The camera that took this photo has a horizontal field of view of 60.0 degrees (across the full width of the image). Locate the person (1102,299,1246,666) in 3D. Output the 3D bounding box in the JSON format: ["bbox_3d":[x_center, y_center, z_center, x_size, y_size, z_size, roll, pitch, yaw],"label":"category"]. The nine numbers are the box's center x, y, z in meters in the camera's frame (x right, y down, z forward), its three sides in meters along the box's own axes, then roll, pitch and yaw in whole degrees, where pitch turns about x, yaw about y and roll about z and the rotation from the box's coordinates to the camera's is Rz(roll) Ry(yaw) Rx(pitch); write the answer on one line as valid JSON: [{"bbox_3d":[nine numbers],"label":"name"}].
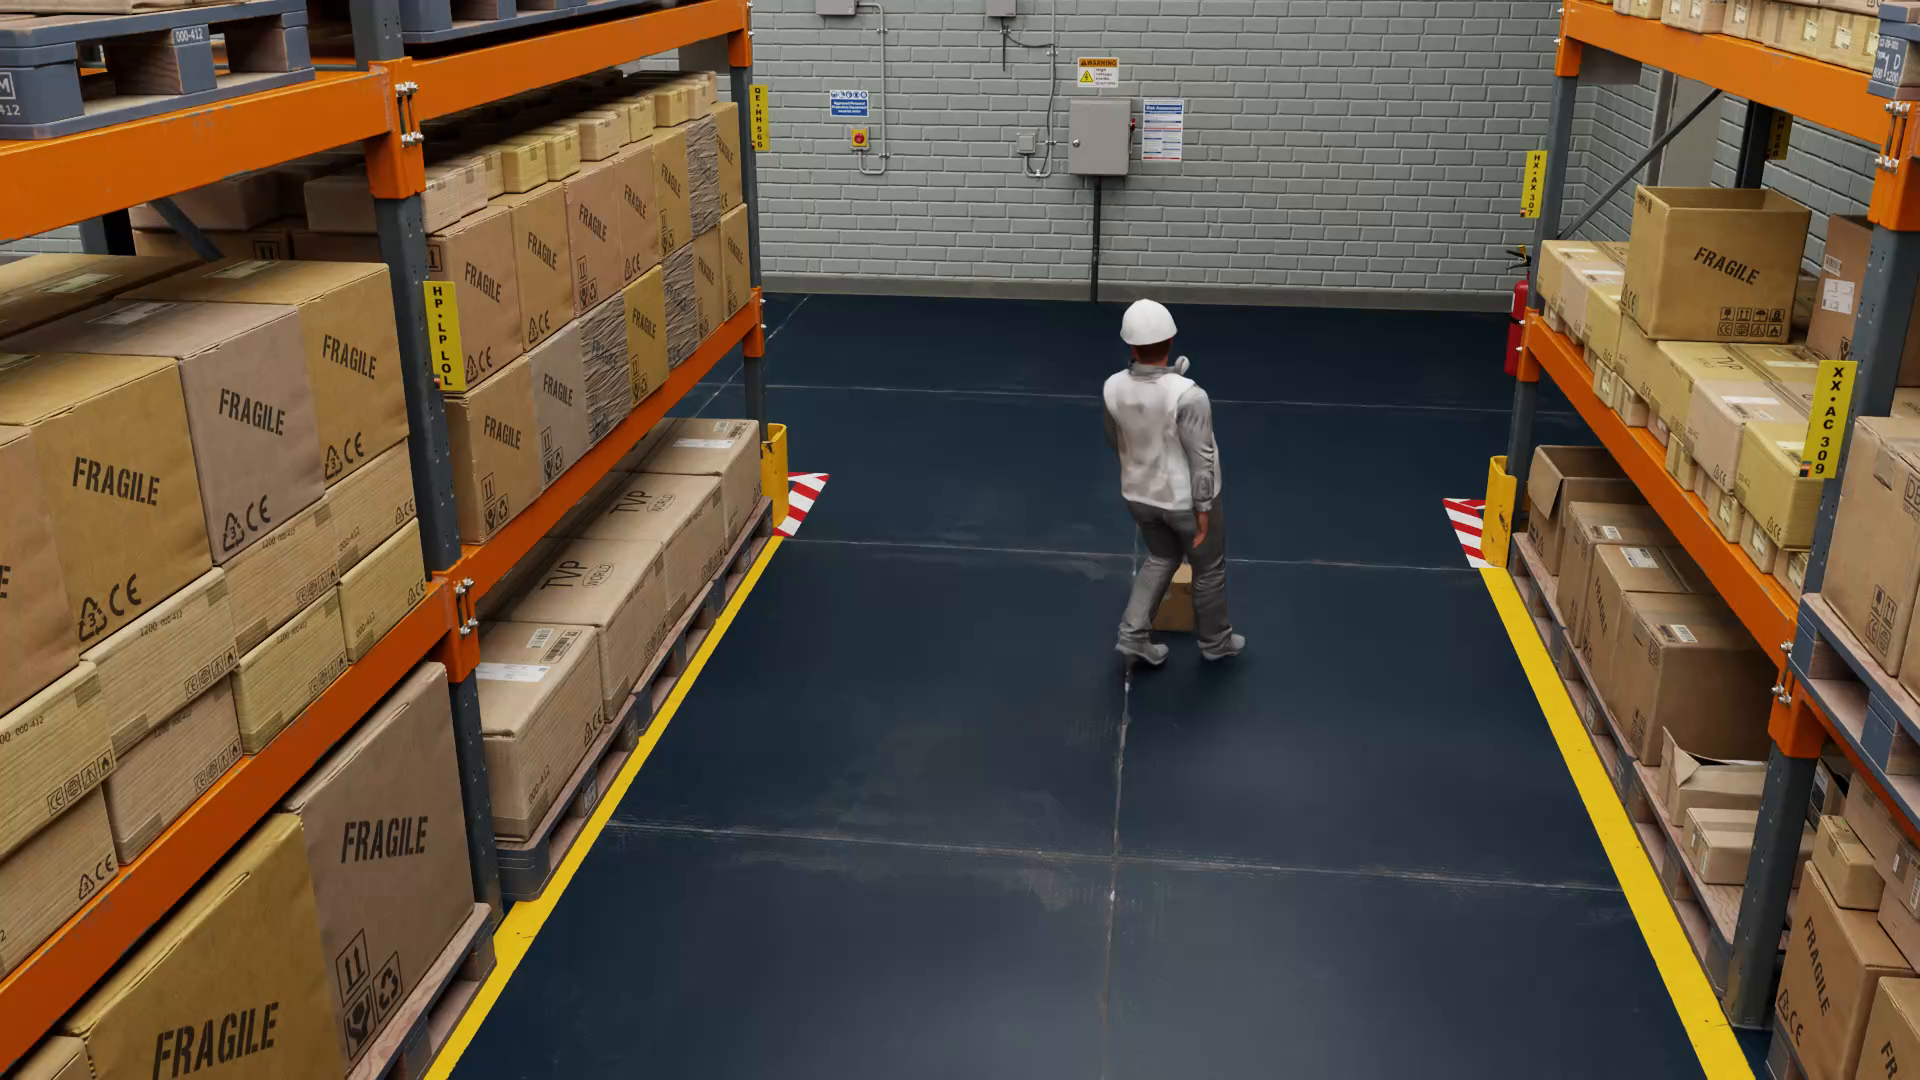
[{"bbox_3d":[0.966,-0.240,7.266,0.568,1.729,0.779,16,26,35],"label":"person"}]
